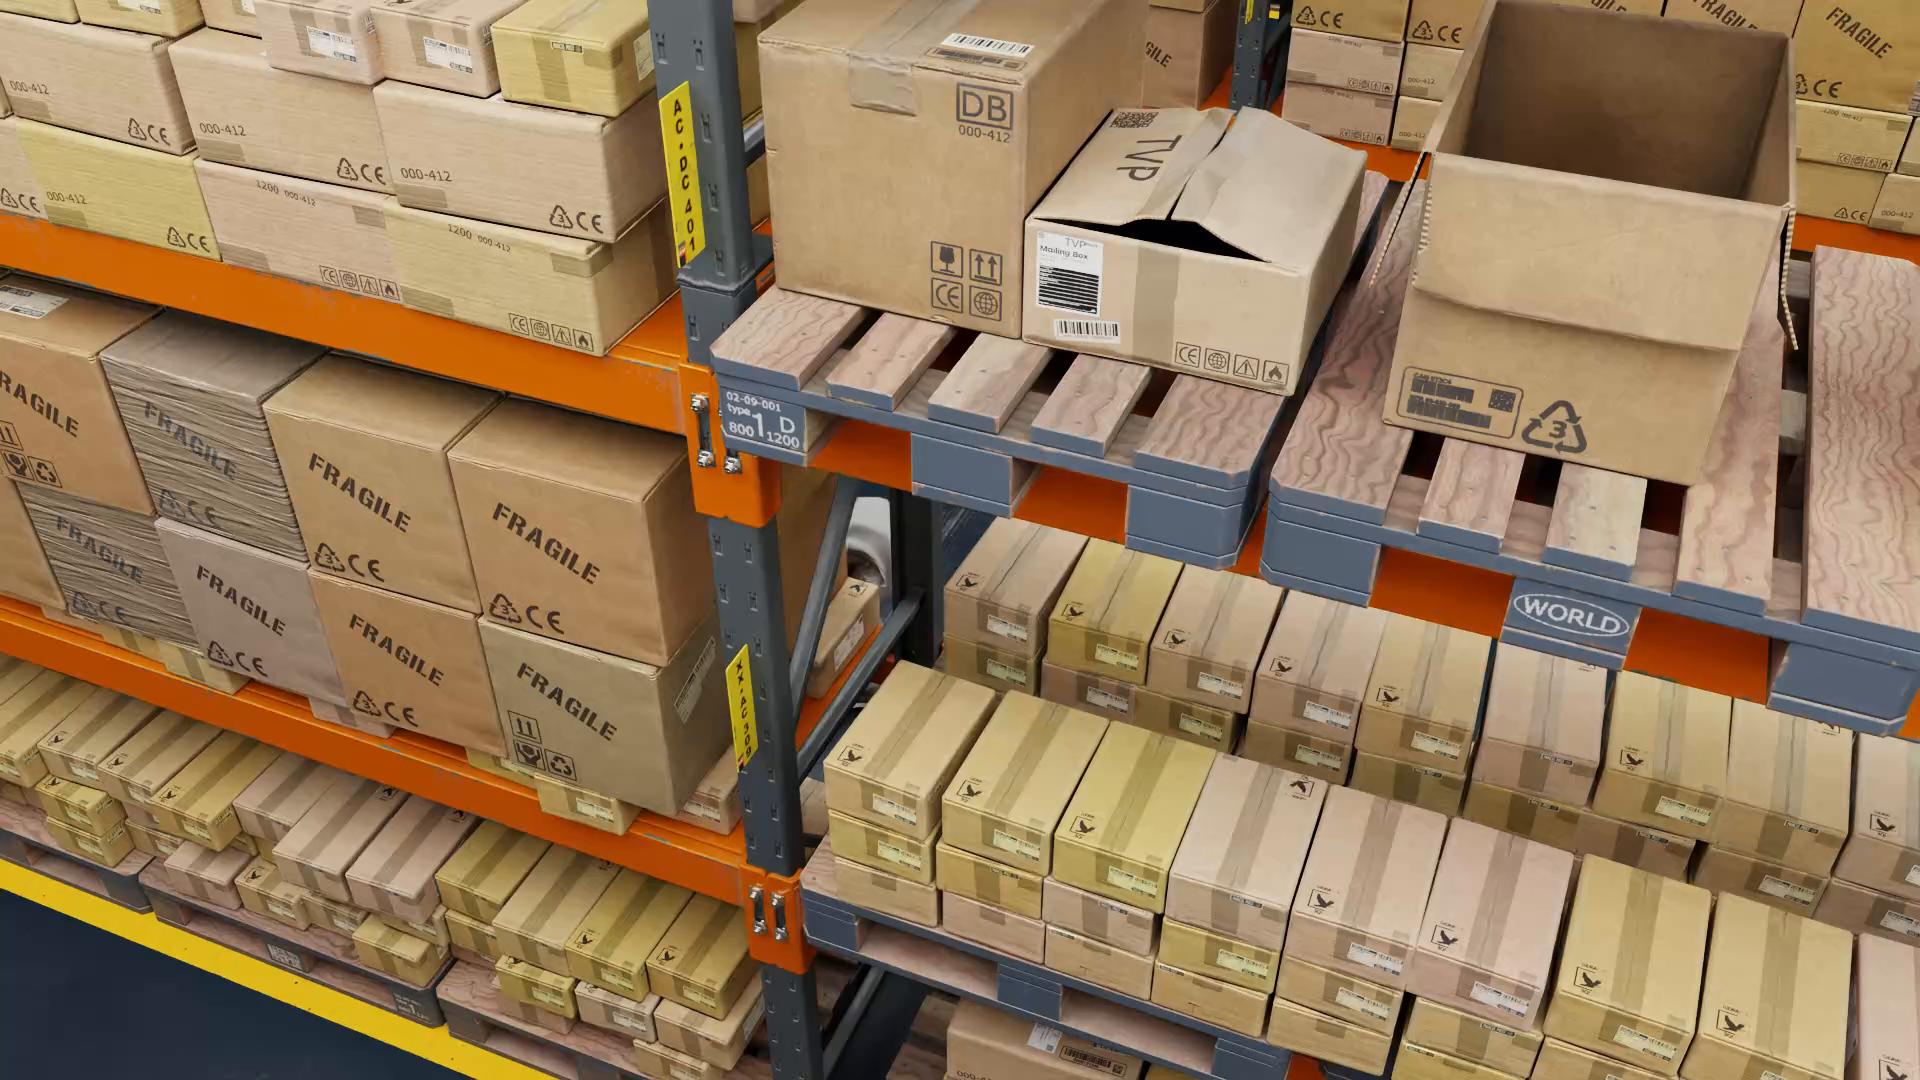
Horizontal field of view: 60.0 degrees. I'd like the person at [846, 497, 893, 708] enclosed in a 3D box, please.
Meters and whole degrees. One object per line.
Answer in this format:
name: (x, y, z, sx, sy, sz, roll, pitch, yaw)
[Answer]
person: (-0.544, 0.216, 6.460, 0.854, 0.887, 0.422, 7, 39, 9)
